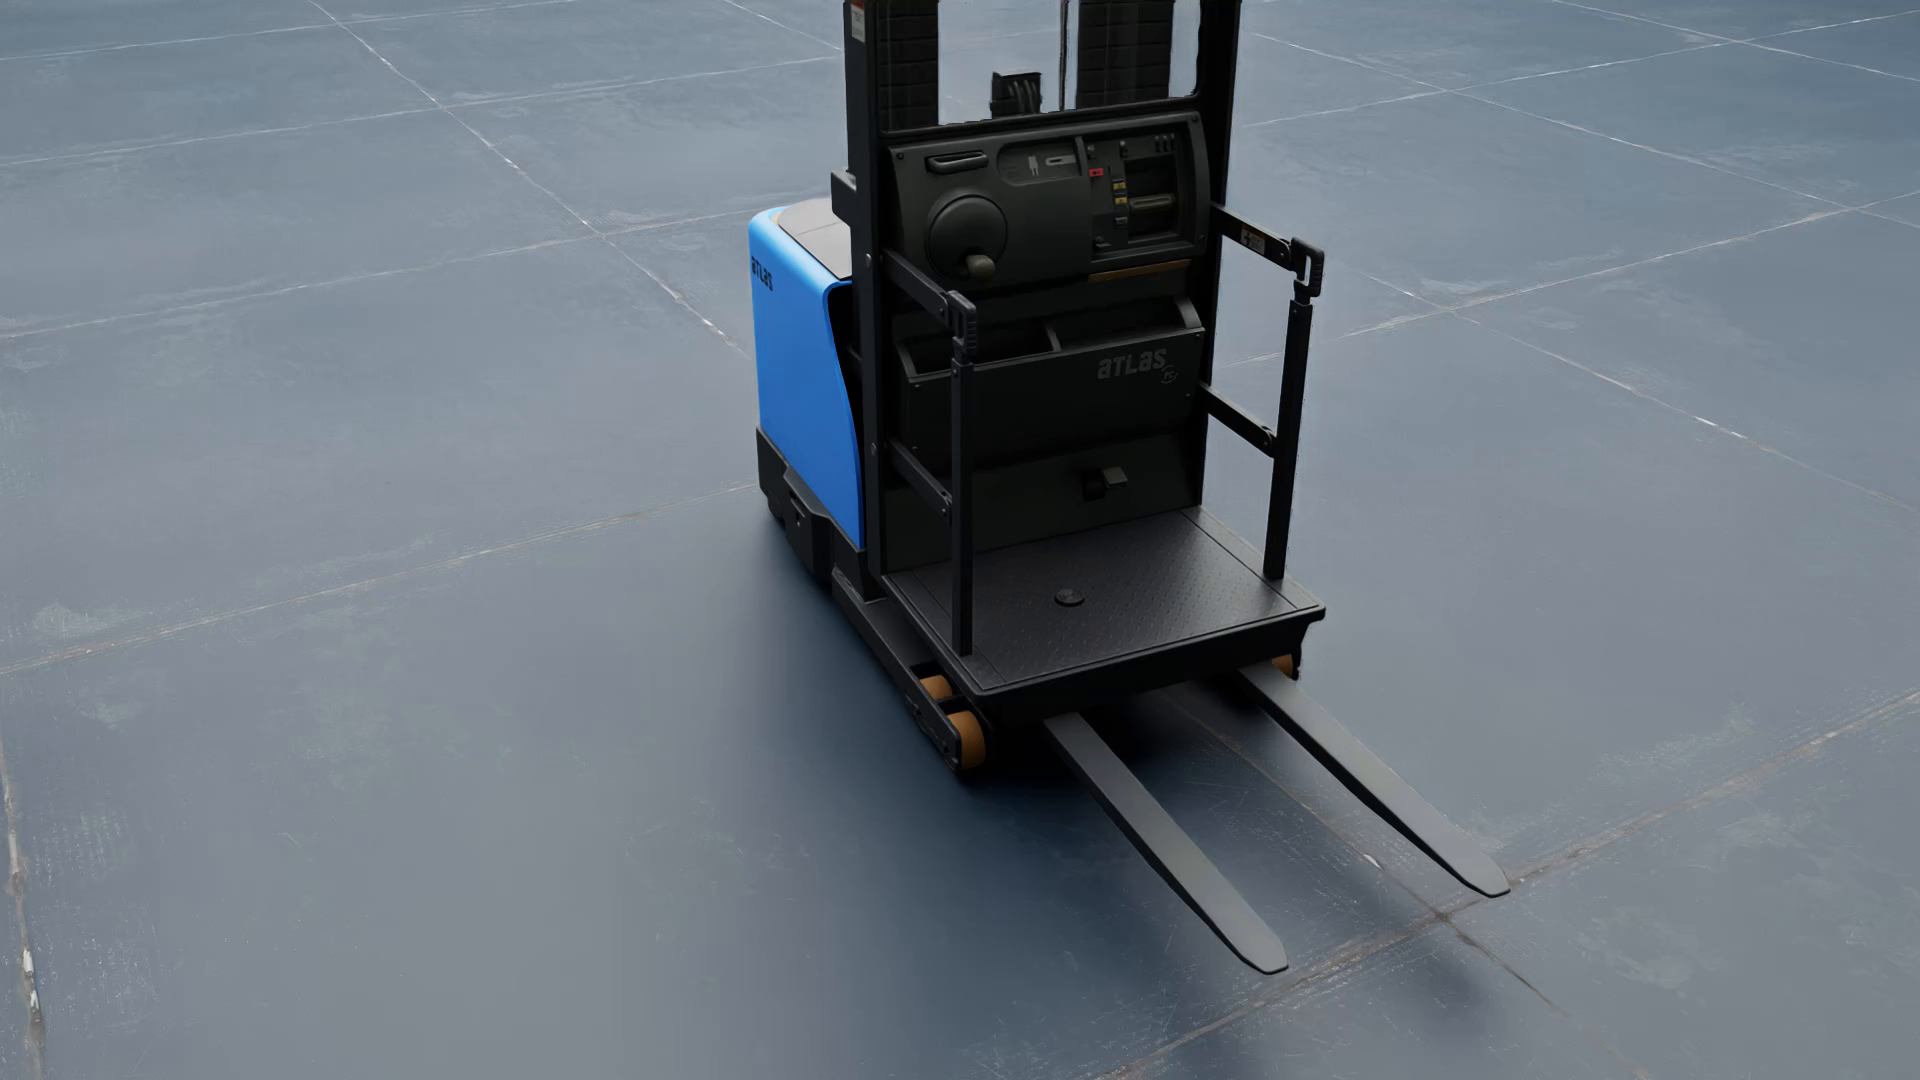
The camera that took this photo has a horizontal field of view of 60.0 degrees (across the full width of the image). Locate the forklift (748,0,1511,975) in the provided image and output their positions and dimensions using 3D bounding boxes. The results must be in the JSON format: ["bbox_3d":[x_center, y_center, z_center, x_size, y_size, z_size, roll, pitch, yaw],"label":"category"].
[{"bbox_3d":[0.347,-0.883,4.317,1.130,2.935,3.031,-12,31,-21],"label":"forklift"}]
